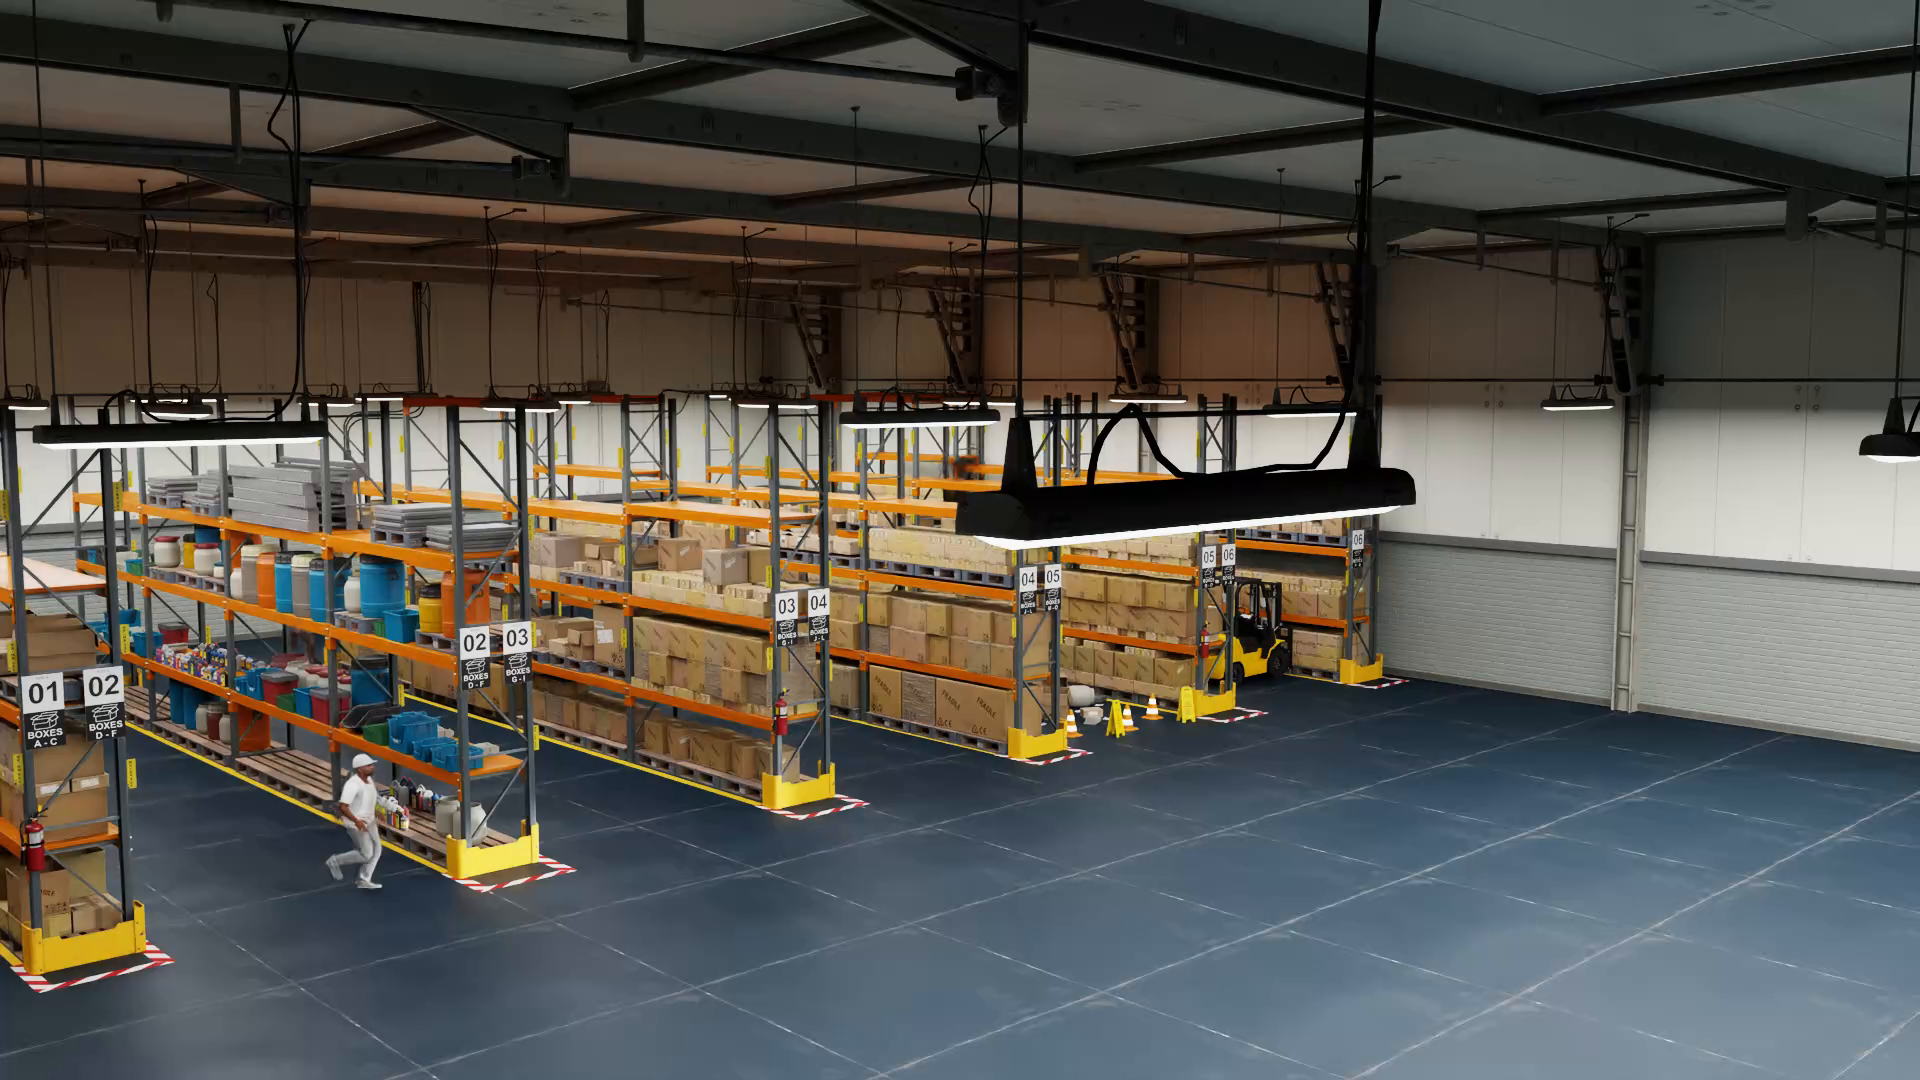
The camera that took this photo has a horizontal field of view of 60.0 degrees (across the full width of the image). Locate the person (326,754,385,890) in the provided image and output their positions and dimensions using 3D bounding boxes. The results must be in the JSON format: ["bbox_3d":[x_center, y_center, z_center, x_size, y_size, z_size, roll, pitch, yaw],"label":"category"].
[{"bbox_3d":[-7.502,3.492,20.607,0.659,1.708,0.684,1,6,7],"label":"person"}]

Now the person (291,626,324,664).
[{"bbox_3d":[-14.536,1.926,36.485,0.592,1.679,0.894,3,6,30],"label":"person"}]
